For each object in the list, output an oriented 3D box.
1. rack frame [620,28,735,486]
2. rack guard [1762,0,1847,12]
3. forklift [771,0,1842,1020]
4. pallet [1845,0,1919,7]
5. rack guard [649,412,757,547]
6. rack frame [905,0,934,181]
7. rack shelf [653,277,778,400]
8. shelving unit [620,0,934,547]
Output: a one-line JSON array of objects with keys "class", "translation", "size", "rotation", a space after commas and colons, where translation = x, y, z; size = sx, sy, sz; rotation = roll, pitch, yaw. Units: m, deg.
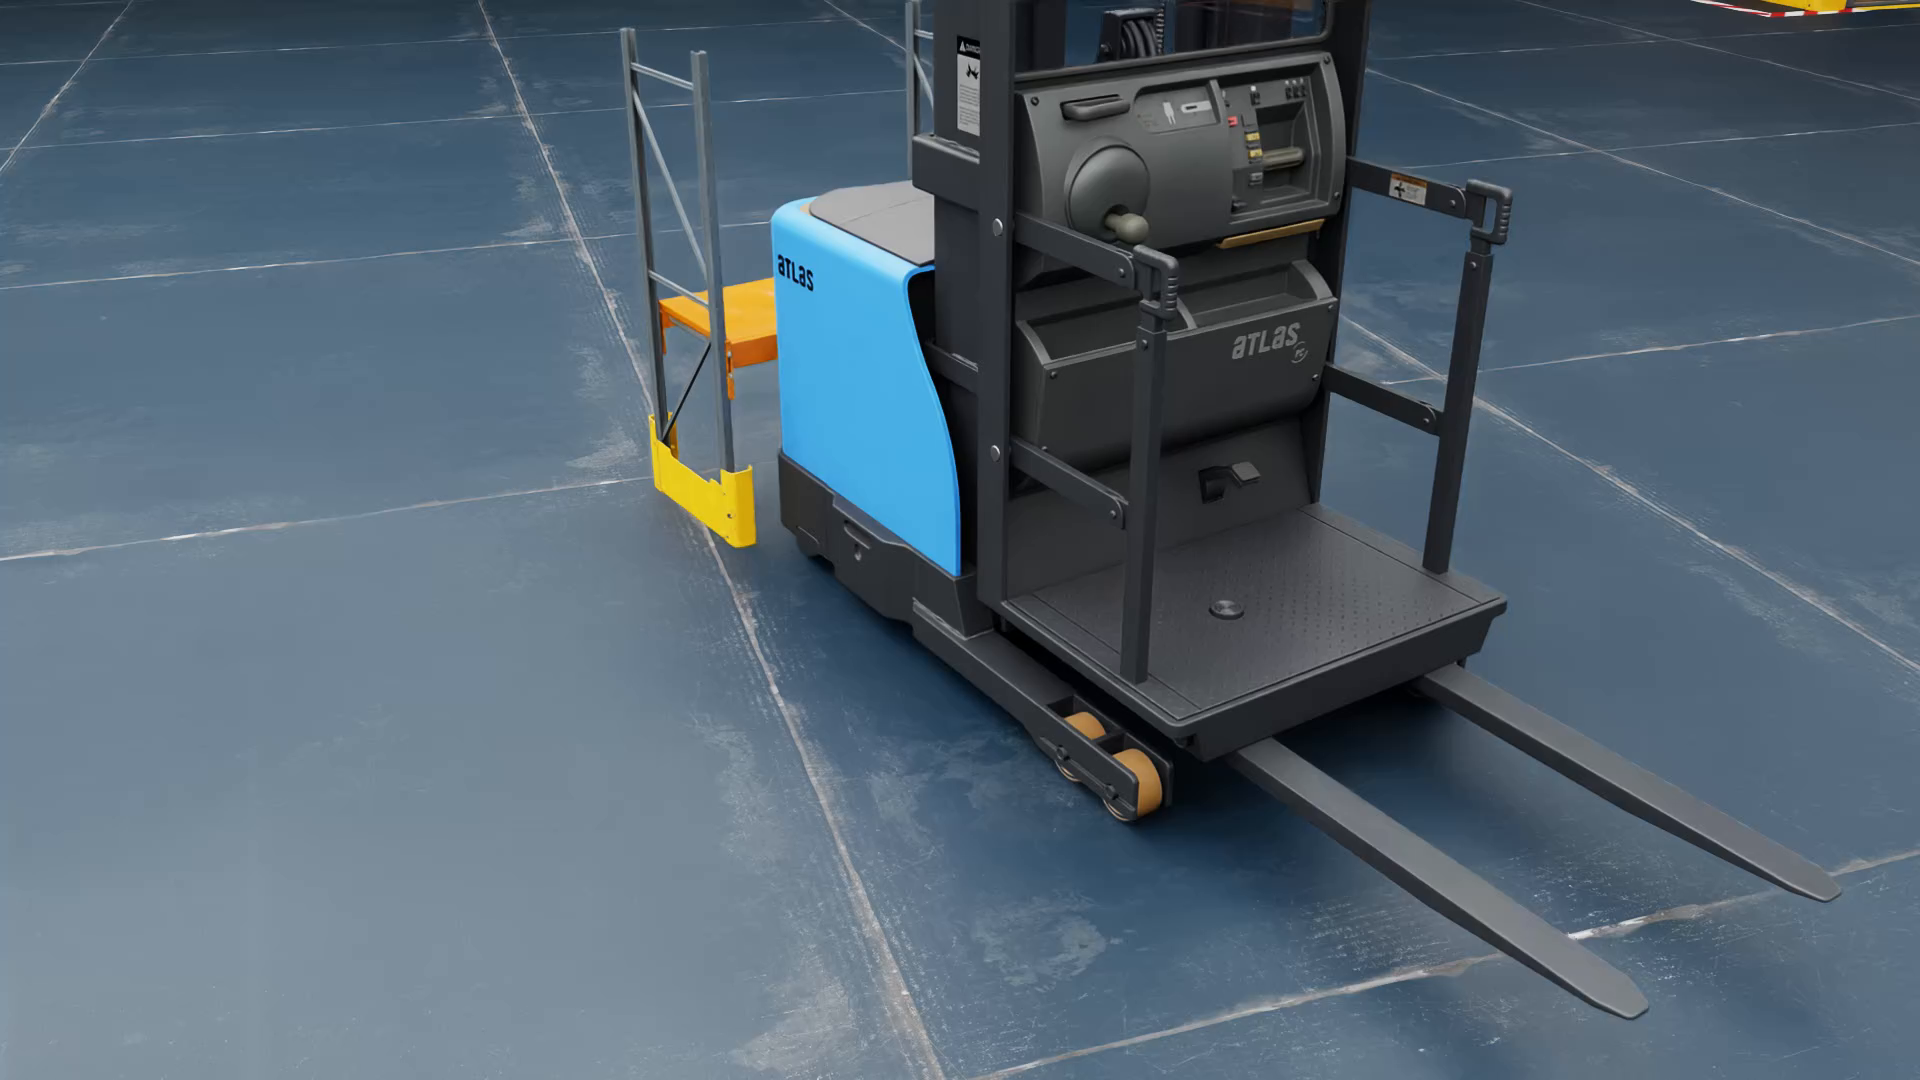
[{"class": "rack frame", "translation": [-0.852, -0.758, 5.090], "size": [0.032, 1.500, 0.500], "rotation": [-18, 31, -31]}, {"class": "rack guard", "translation": [7.487, -5.122, 15.004], "size": [0.348, 0.500, 1.175], "rotation": [-8, 28, -16]}, {"class": "forklift", "translation": [0.664, -0.892, 3.751], "size": [1.130, 2.935, 3.031], "rotation": [-16, 31, -29]}, {"class": "pallet", "translation": [8.224, -5.119, 15.323], "size": [1.213, 0.211, 1.003], "rotation": [-8, 28, -16]}, {"class": "rack guard", "translation": [-0.837, -0.203, 5.378], "size": [0.087, 0.250, 0.587], "rotation": [-18, 31, -31]}, {"class": "rack frame", "translation": [-0.023, -1.020, 5.617], "size": [0.032, 1.500, 0.500], "rotation": [-18, 31, -31]}, {"class": "rack shelf", "translation": [-0.438, -0.728, 5.434], "size": [1.000, 0.185, 0.538], "rotation": [-18, 31, -31]}, {"class": "shelving unit", "translation": [-0.431, -0.891, 5.359], "size": [1.083, 1.500, 0.587], "rotation": [-18, 31, -31]}]
